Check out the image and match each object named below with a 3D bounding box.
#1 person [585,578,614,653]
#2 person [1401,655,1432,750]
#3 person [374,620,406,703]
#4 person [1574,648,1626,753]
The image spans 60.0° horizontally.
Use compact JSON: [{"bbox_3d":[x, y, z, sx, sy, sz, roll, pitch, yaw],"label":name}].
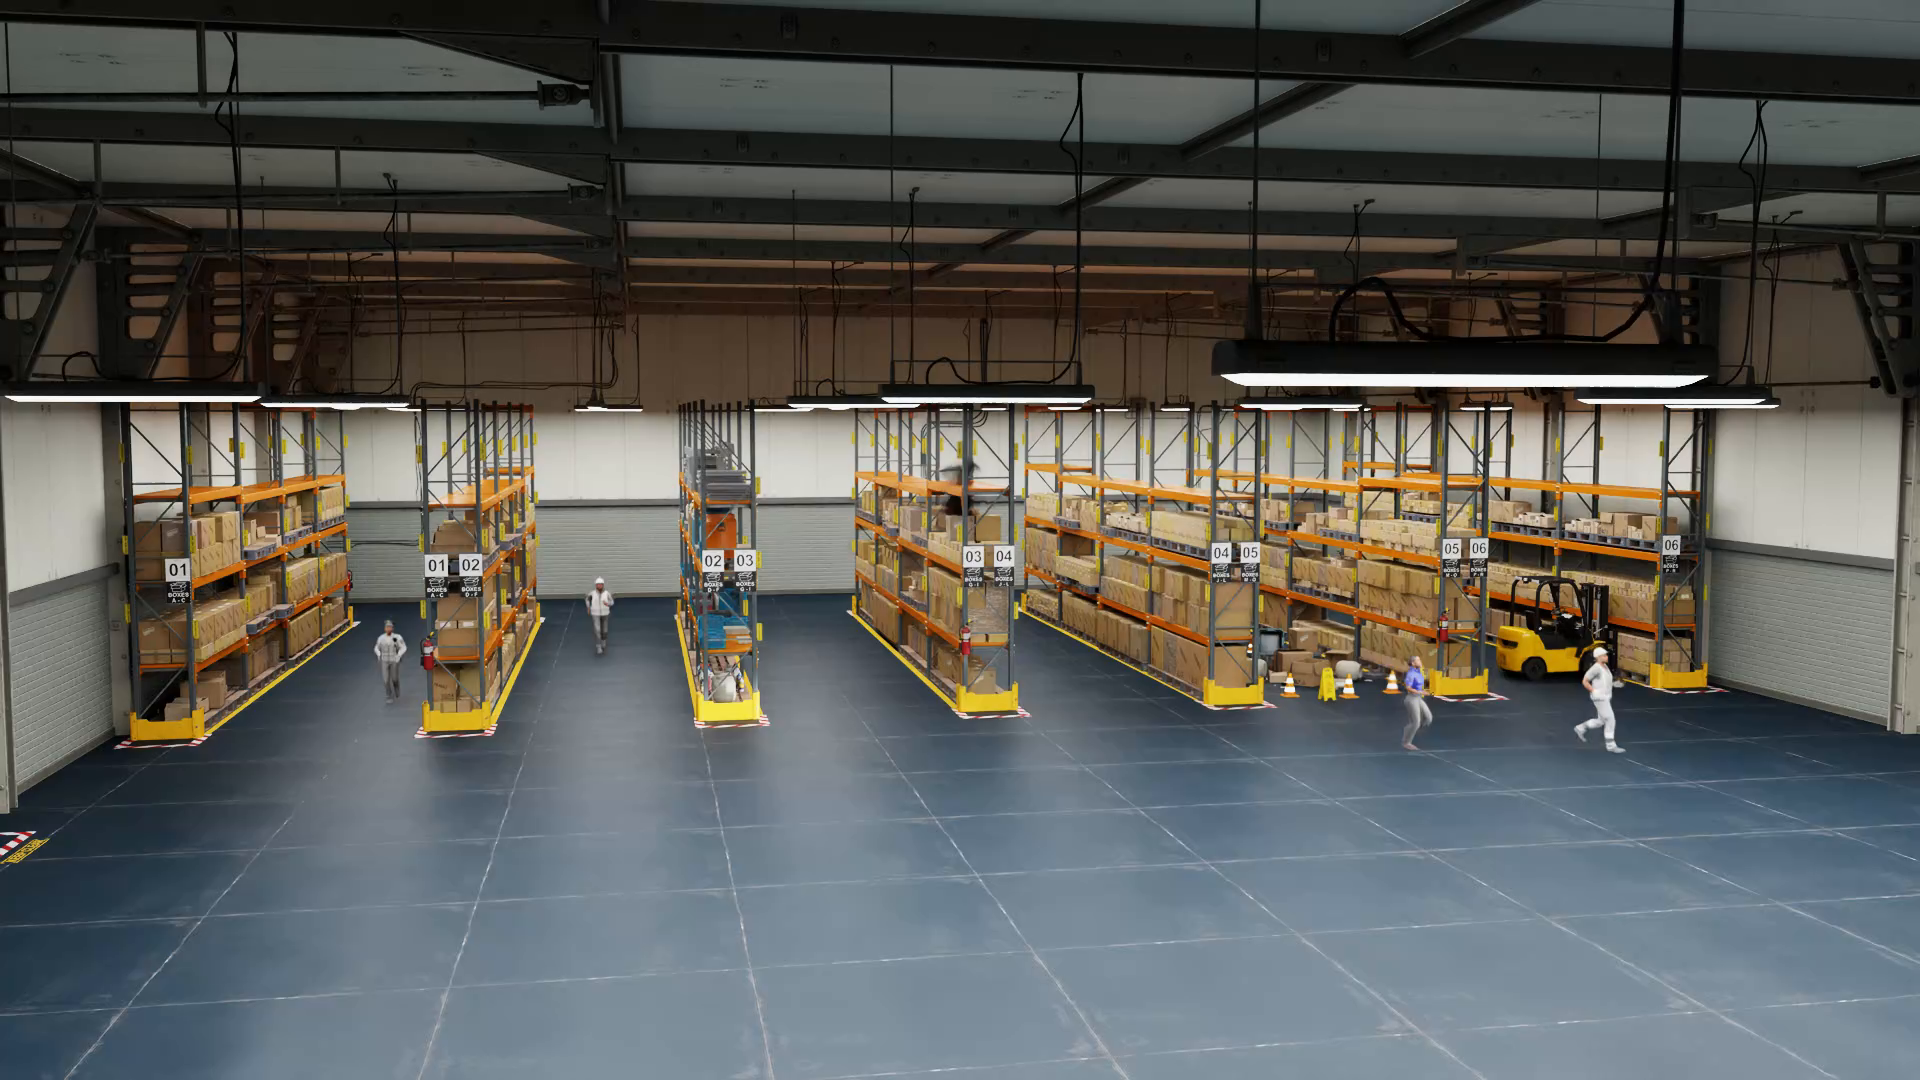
[{"bbox_3d":[-8.662,1.796,40.034,0.657,1.755,0.971,-1,5,-18],"label":"person"},{"bbox_3d":[7.812,2.769,28.403,0.537,1.624,0.624,3,5,35],"label":"person"},{"bbox_3d":[-11.321,2.406,33.018,0.612,1.648,0.571,-1,4,-11],"label":"person"},{"bbox_3d":[10.875,2.707,28.255,0.914,1.765,0.670,4,6,39],"label":"person"}]
